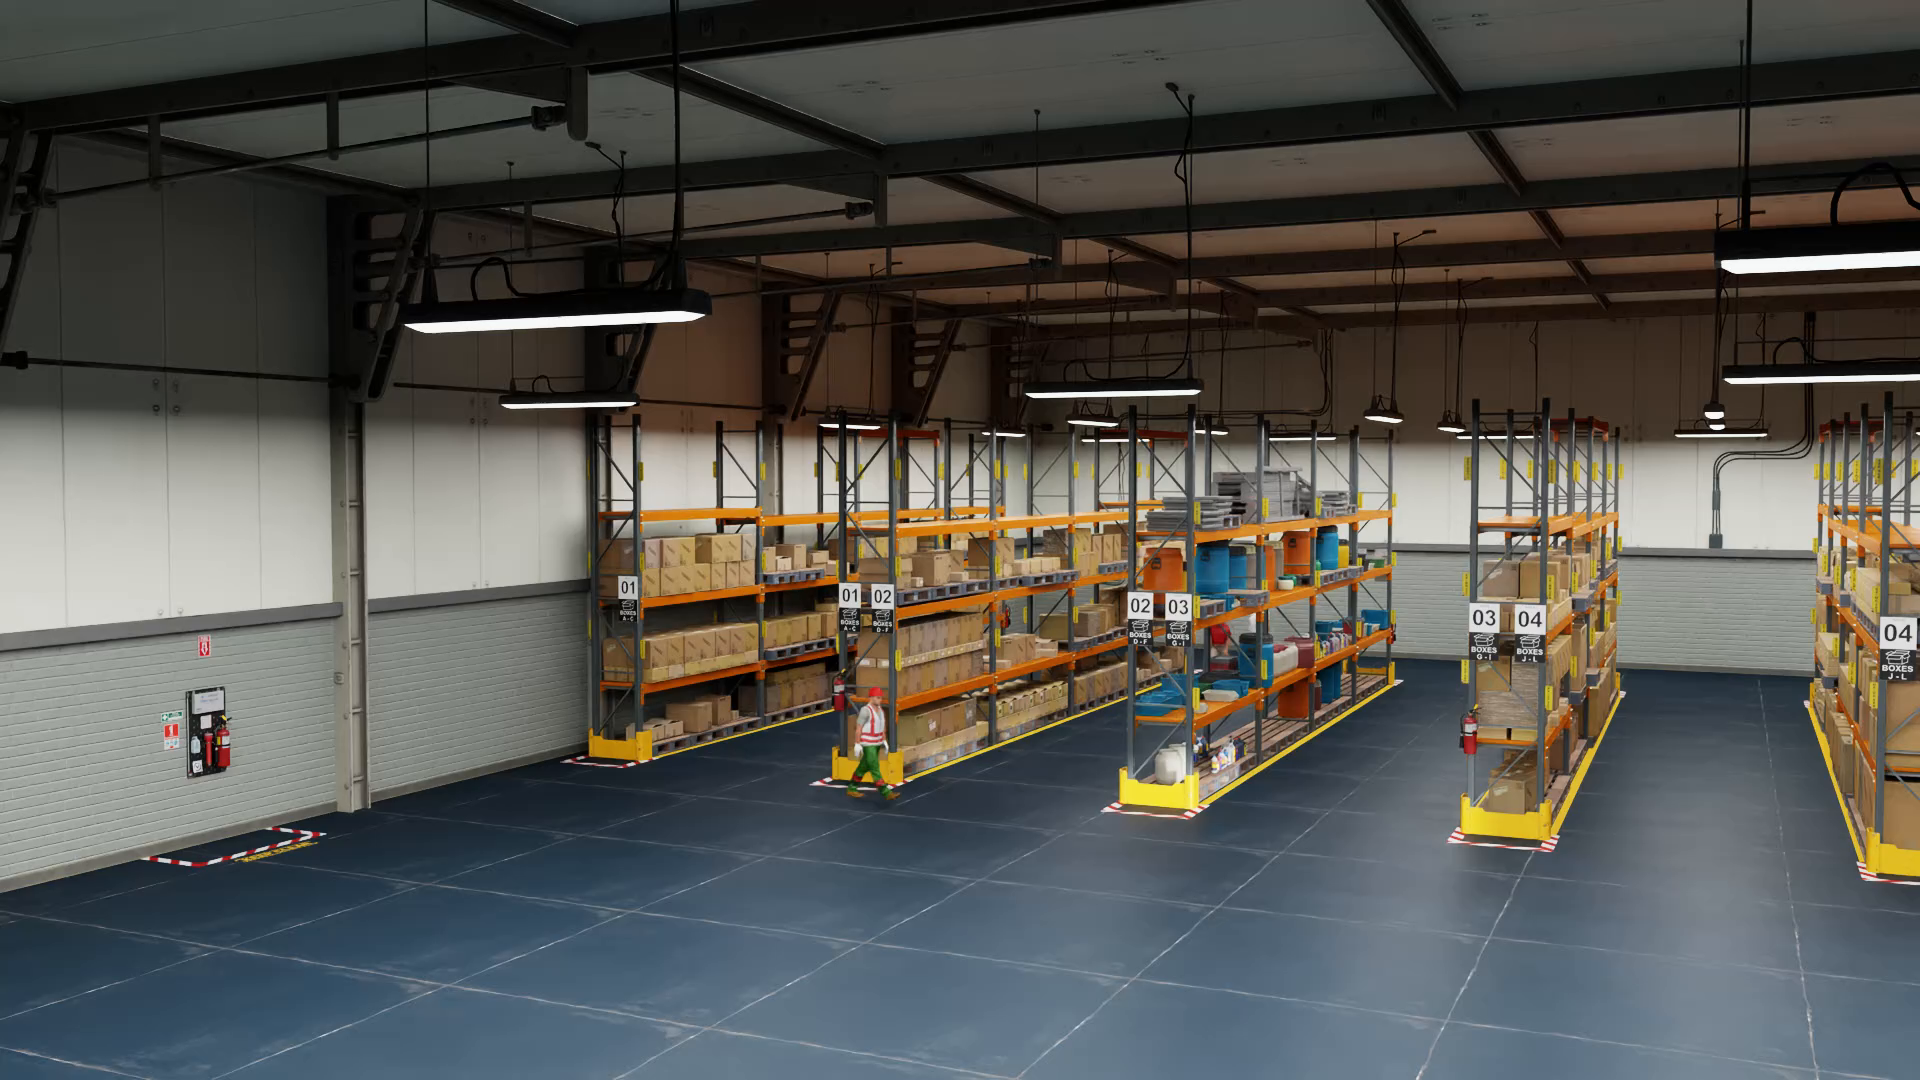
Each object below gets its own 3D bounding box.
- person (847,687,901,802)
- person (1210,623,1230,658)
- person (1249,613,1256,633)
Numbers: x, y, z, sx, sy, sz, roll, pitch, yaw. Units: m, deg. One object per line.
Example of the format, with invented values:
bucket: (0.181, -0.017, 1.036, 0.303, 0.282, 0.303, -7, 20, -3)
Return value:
person: (-1.274, 3.080, 25.154, 1.093, 1.712, 0.569, 1, 3, 27)
person: (6.172, 2.566, 39.554, 0.527, 1.610, 1.042, 1, 3, 30)
person: (7.765, 2.403, 43.297, 0.477, 1.605, 1.022, 1, 3, 22)
